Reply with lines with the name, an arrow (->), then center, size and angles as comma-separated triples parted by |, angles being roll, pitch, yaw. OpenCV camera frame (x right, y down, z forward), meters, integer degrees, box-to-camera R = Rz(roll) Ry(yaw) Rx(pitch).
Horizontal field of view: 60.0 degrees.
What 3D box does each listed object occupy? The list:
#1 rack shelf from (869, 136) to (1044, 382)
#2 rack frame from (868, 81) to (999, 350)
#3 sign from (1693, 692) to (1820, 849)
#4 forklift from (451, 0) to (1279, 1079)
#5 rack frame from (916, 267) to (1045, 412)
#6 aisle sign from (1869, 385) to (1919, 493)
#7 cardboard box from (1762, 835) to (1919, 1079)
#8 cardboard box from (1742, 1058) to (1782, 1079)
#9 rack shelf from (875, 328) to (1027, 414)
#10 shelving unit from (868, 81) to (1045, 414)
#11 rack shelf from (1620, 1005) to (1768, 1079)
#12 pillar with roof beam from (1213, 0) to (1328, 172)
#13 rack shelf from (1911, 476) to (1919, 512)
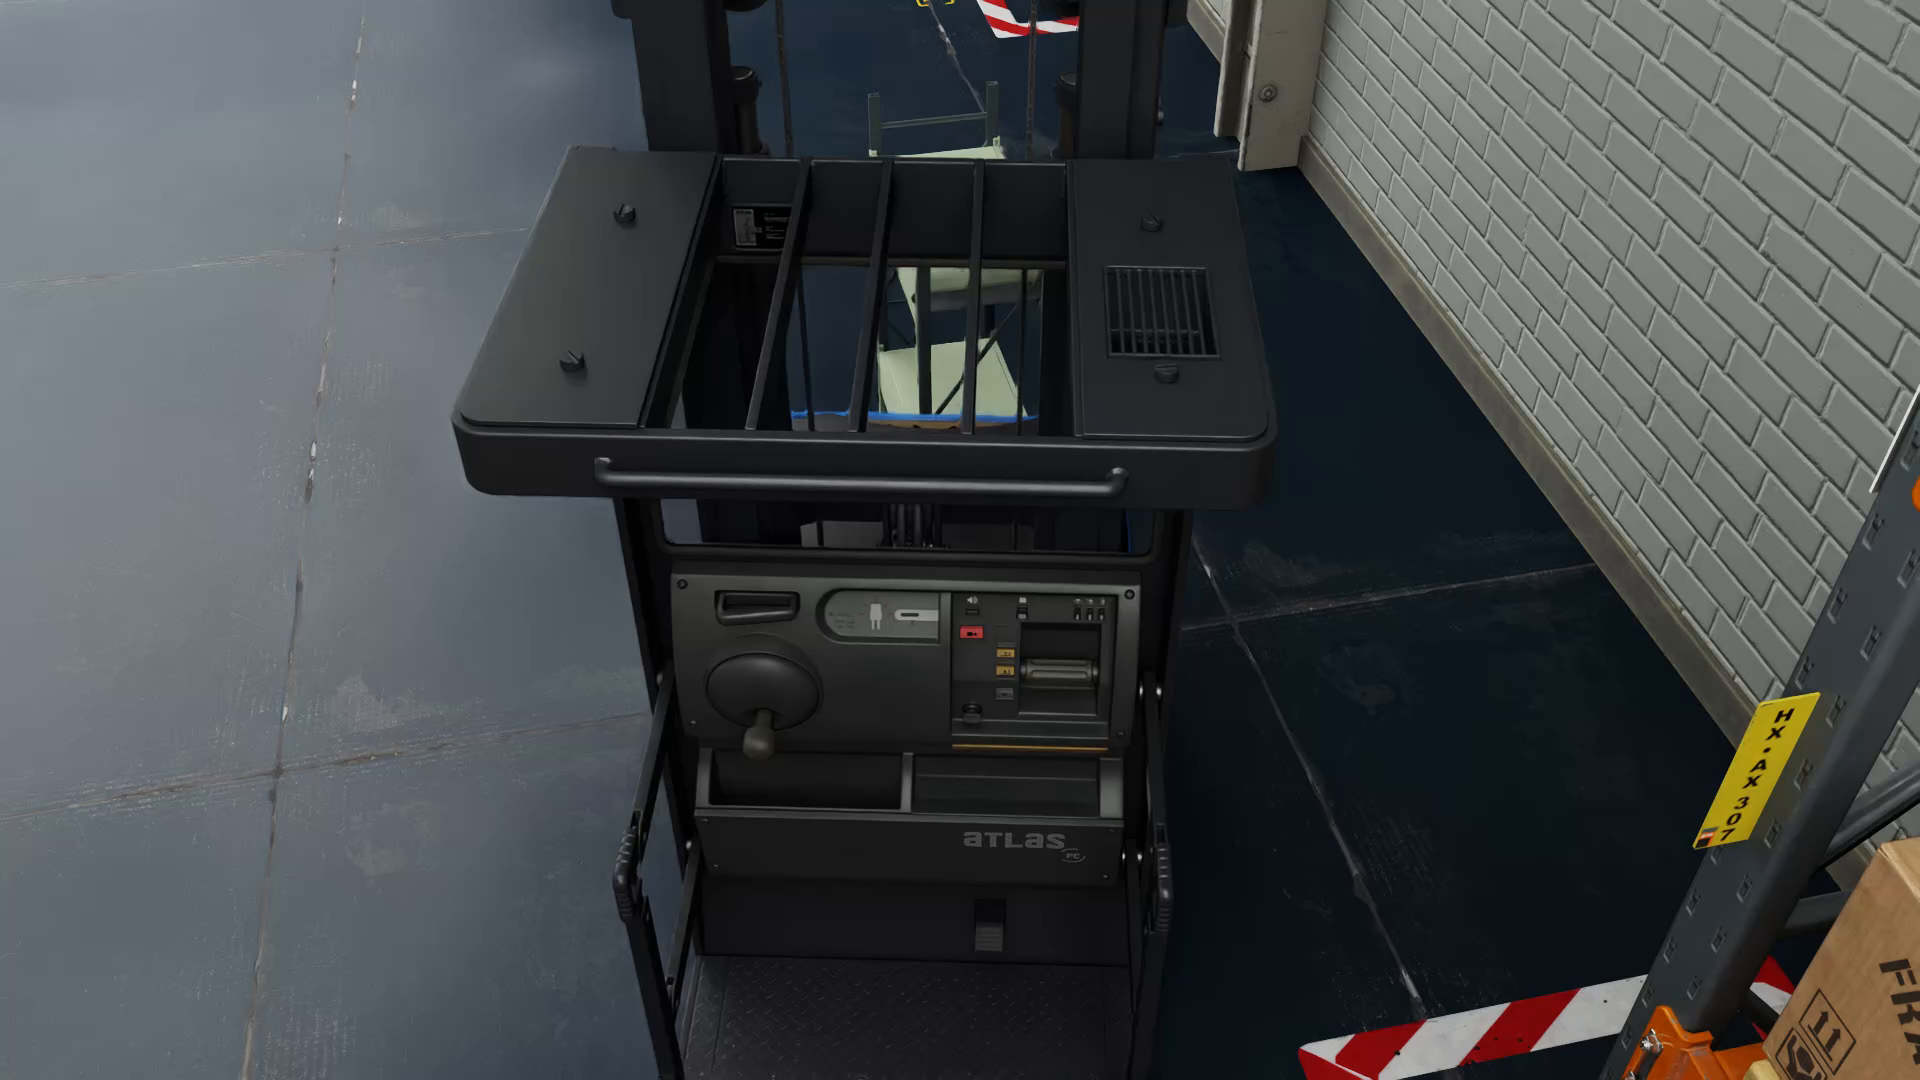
rack shelf -> -0.001, -0.857, 4.998 | 0.431, 0.370, 0.720 | -8, 42, -9
rack frame -> -0.080, -0.802, 5.524 | 0.400, 1.500, 0.023 | -8, 42, -9
sign -> 1.173, 0.344, 2.450 | 0.100, 0.325, 0.005 | -8, 42, -9
forklift -> -0.114, 0.333, 3.167 | 1.130, 2.935, 3.031 | 1, 42, 1
rack frame -> 0.078, -0.328, 4.990 | 0.400, 1.500, 0.023 | -8, 42, -9
aisle sign -> 1.394, -0.386, 1.967 | 0.394, 0.787, 0.004 | -8, 42, -9
cardboard box -> 1.512, 0.711, 2.223 | 0.500, 0.500, 0.500 | -8, 42, -9
cardboard box -> 1.498, 1.001, 2.461 | 0.500, 0.250, 0.500 | -9, 42, -11
rack shelf -> -0.001, -0.321, 5.473 | 0.431, 0.370, 0.720 | -8, 42, -9
shelving unit -> -0.001, -0.565, 5.257 | 0.431, 1.500, 0.755 | -8, 42, -9
rack shelf -> 2.134, 2.156, 1.604 | 1.077, 0.370, 4.000 | -8, 42, -9
pillar with roof beam -> -2.800, -4.596, 4.149 | 9.100, 9.000, 0.400 | -8, 42, -9
rack shelf -> 2.134, 1.034, 0.608 | 1.077, 0.370, 4.000 | -8, 42, -9
